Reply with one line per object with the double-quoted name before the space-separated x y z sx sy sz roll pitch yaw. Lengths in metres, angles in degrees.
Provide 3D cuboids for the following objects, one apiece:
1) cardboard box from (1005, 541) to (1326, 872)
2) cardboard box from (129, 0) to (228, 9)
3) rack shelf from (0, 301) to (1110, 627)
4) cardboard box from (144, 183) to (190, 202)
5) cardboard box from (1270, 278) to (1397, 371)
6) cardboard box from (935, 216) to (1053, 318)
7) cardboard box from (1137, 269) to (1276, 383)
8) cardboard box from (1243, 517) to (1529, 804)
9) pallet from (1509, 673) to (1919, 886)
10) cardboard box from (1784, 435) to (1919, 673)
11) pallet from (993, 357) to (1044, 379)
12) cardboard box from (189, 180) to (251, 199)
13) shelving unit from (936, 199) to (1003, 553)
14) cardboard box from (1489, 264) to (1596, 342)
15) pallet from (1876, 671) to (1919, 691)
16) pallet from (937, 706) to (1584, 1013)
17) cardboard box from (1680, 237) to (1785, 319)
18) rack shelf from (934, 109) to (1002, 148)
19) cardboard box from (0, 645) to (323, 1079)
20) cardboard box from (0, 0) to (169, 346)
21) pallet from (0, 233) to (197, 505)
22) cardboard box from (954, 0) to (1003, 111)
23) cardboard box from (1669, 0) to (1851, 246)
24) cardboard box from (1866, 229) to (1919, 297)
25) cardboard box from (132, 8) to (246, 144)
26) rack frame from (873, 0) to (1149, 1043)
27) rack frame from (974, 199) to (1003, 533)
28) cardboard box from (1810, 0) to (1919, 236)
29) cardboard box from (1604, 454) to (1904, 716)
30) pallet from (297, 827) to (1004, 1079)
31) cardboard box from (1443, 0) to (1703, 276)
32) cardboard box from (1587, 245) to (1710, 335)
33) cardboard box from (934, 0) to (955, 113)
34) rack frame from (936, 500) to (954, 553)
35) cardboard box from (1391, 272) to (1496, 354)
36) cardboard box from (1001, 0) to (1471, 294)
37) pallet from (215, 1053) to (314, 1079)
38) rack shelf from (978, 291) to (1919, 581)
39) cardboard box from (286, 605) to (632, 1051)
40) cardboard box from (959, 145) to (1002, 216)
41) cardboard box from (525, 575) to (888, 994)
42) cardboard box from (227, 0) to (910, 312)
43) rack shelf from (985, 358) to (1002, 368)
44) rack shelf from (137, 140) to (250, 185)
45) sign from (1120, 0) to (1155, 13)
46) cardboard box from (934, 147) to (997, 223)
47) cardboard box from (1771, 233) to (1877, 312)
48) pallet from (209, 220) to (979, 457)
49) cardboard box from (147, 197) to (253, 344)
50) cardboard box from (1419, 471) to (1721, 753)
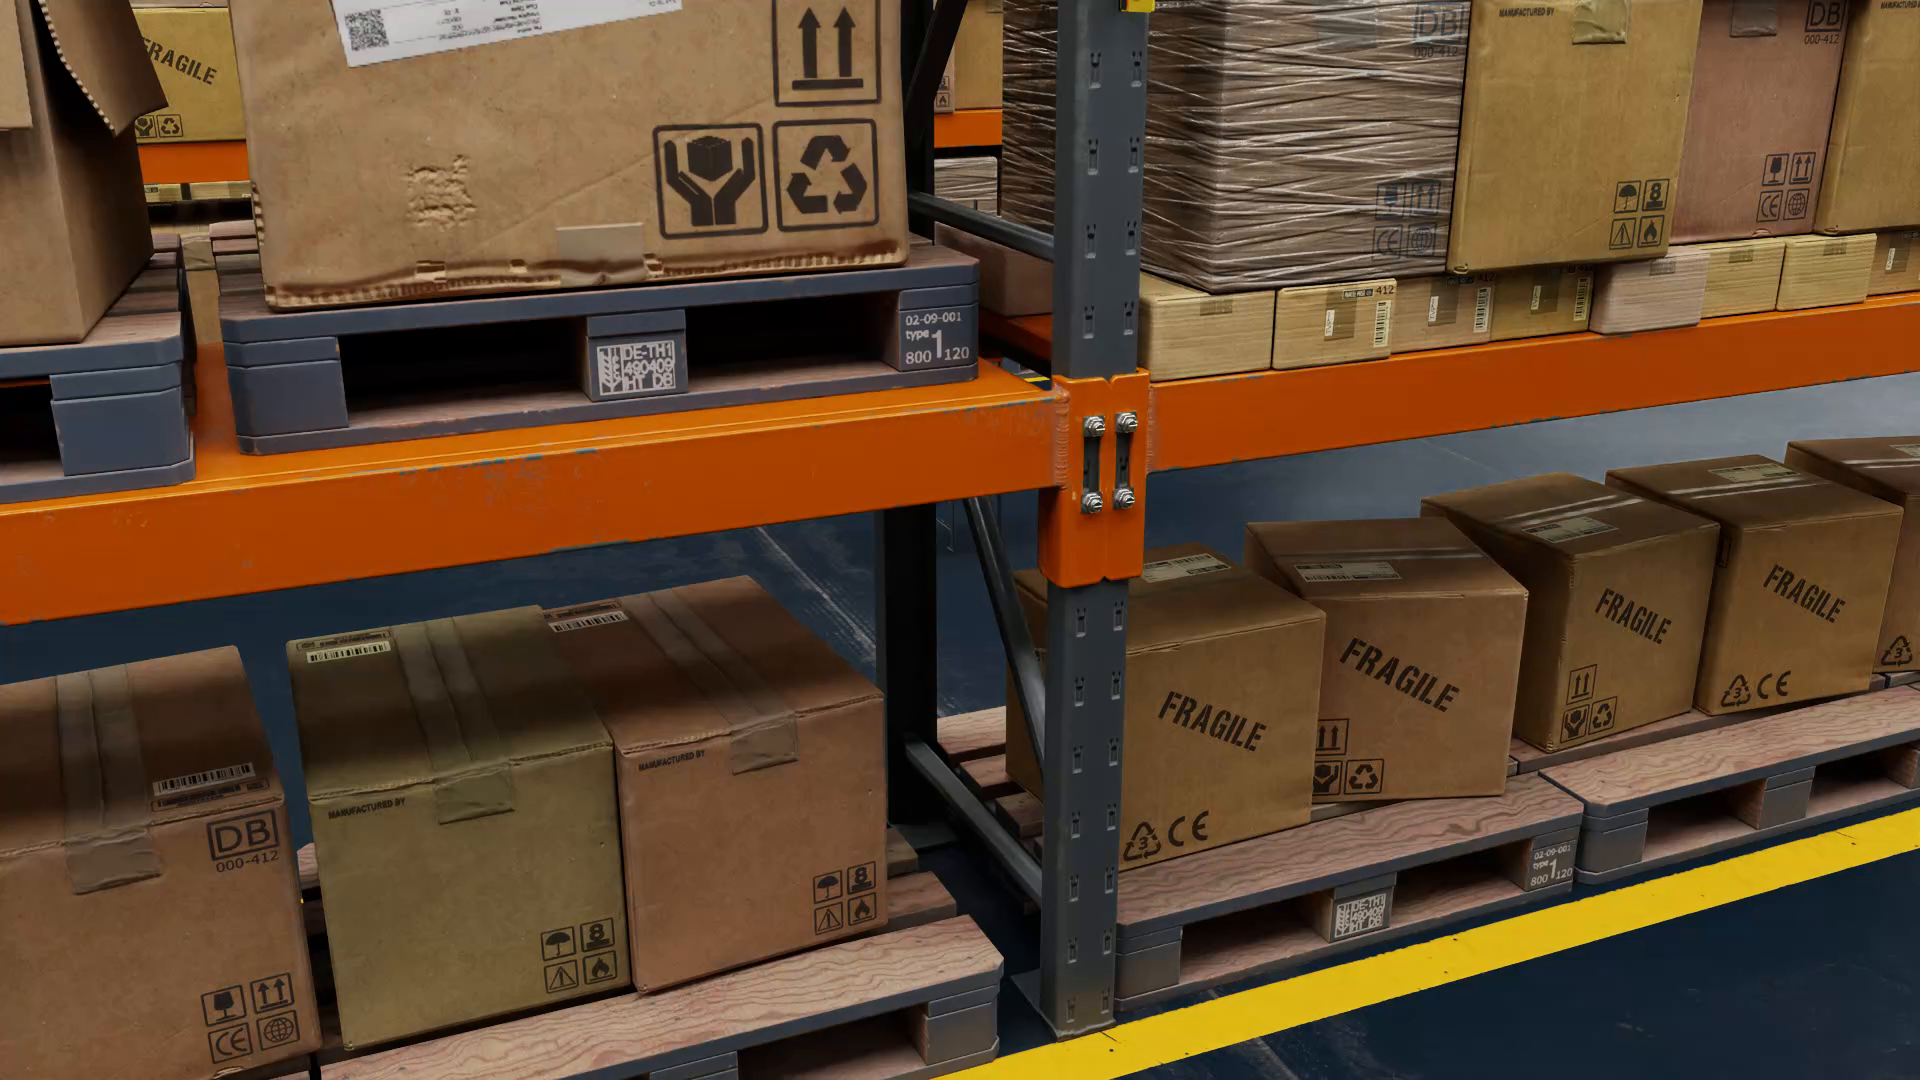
"cardboard box" 0.434 0.345 3.657 0.500 0.500 0.500 -9 21 -24
"cardboard box" -3.210 -2.438 6.774 0.500 0.500 0.700 -8 21 -21
"rack shelf" -1.785 0.007 2.569 4.000 0.370 1.077 -8 21 -22
"cardboard box" -5.651 -2.319 11.415 0.625 0.372 0.950 -7 21 -20
"cardboard box" 0.603 -0.442 3.140 0.250 0.149 0.380 -8 21 -22
"cardboard box" 0.132 -0.595 3.573 0.250 0.149 0.380 -8 21 -22
"cardboard box" 0.368 -0.413 3.058 0.250 0.149 0.380 -8 21 -22
"cardboard box" 0.957 0.268 3.877 0.500 0.500 0.500 -2 19 -5
"pallet" 1.776 0.459 4.401 1.213 0.211 1.003 -8 21 -22
"cardboard box" 2.609 0.026 4.565 0.500 0.500 0.500 -3 20 -8
"pallet" 0.031 -1.044 8.669 1.213 0.211 1.003 -8 21 -22
"cardboard box" -5.013 -2.411 11.676 0.625 0.372 0.950 -7 21 -19
"shelving unit" 0.013 -0.568 5.828 0.189 1.200 0.258 -8 21 -22
"cardboard box" 1.047 -0.519 3.359 0.250 0.149 0.380 -8 21 -22
"pallet" 2.894 0.300 4.853 1.213 0.211 1.003 -8 21 -22
"pallet" 0.654 0.621 3.941 1.213 0.211 1.003 -8 21 -22
"cardboard box" 1.506 -0.585 3.546 0.250 0.149 0.380 -8 21 -22
"rack shelf" 0.016 -2.045 8.397 4.000 0.370 1.077 -8 21 -22
"cardboard box" -1.480 0.581 2.956 0.500 0.500 0.700 -10 22 -27
"cardboard box" -1.504 -0.586 2.382 0.637 0.503 0.797 -6 20 -16
"pallet" -1.820 -0.252 2.509 1.213 0.211 1.003 -8 21 -22
"cardboard box" -0.001 -2.459 8.263 0.500 0.550 0.875 -8 21 -22
"cardboard box" 1.381 -0.975 3.675 0.500 0.500 0.875 -8 21 -22
"cardboard box" 1.952 -0.662 3.763 0.250 0.149 0.380 -8 21 -22
"cardboard box" -3.122 -1.885 6.709 0.500 0.500 0.500 -8 21 -21
"rack frame" 0.051 -0.595 3.196 0.127 3.000 1.000 -8 21 -22
"rack frame" 0.097 -0.580 5.862 0.006 1.200 0.240 -8 21 -22
"cardboard box" 1.857 -1.028 3.826 0.500 0.500 0.875 -8 21 -22
"cardboard box" 2.027 0.102 4.347 0.500 0.500 0.500 -6 20 -17
"pallet" -0.663 0.823 3.367 1.213 0.211 1.003 -8 21 -22
"cardboard box" 0.962 -0.878 3.401 0.500 0.500 0.875 -8 21 -22
"cardboard box" 1.293 -0.540 3.417 0.250 0.149 0.380 -8 21 -22
"cardboard box" -0.448 -2.359 7.978 0.550 0.550 0.875 -8 21 -22
"rack frame" -0.071 -0.556 5.794 0.006 1.200 0.240 -8 21 -22
"cardboard box" 0.821 -0.484 3.258 0.250 0.149 0.380 -8 21 -22
"cardboard box" 0.489 -0.823 3.245 0.500 0.500 0.875 -8 21 -22
"pallet" -1.785 0.985 2.908 1.213 0.211 1.003 -8 21 -22
"rack shelf" 1.888 -0.519 4.063 4.000 0.370 1.077 -8 21 -22
"cardboard box" -0.966 0.507 3.166 0.500 0.500 0.700 -8 21 -22
"cardboard box" 0.449 -1.618 8.666 0.875 0.875 0.875 -9 21 -23
"cardboard box" -0.521 0.450 3.328 0.500 0.500 0.700 -10 22 -26
"cardboard box" -0.734 -1.015 2.851 1.000 1.000 1.000 -8 21 -22
"rack shelf" 0.013 -0.639 5.803 0.180 0.103 0.258 -8 21 -22
"rack shelf" -3.657 -1.519 6.902 4.000 0.370 1.077 -8 21 -22
"sign" 0.275 -0.973 2.525 0.005 0.325 0.100 -8 21 -22
"cardboard box" -0.389 -1.498 8.328 0.875 0.875 0.875 -8 21 -22
"cardboard box" 1.740 -0.615 3.630 0.250 0.149 0.380 -8 21 -22
"pallet" -0.708 -0.449 3.069 1.213 0.211 1.003 -8 21 -22
"cardboard box" -3.242 -1.023 7.167 0.750 0.750 1.050 -8 21 -22
"cardboard box" 1.496 0.162 4.177 0.500 0.500 0.500 -10 22 -27
